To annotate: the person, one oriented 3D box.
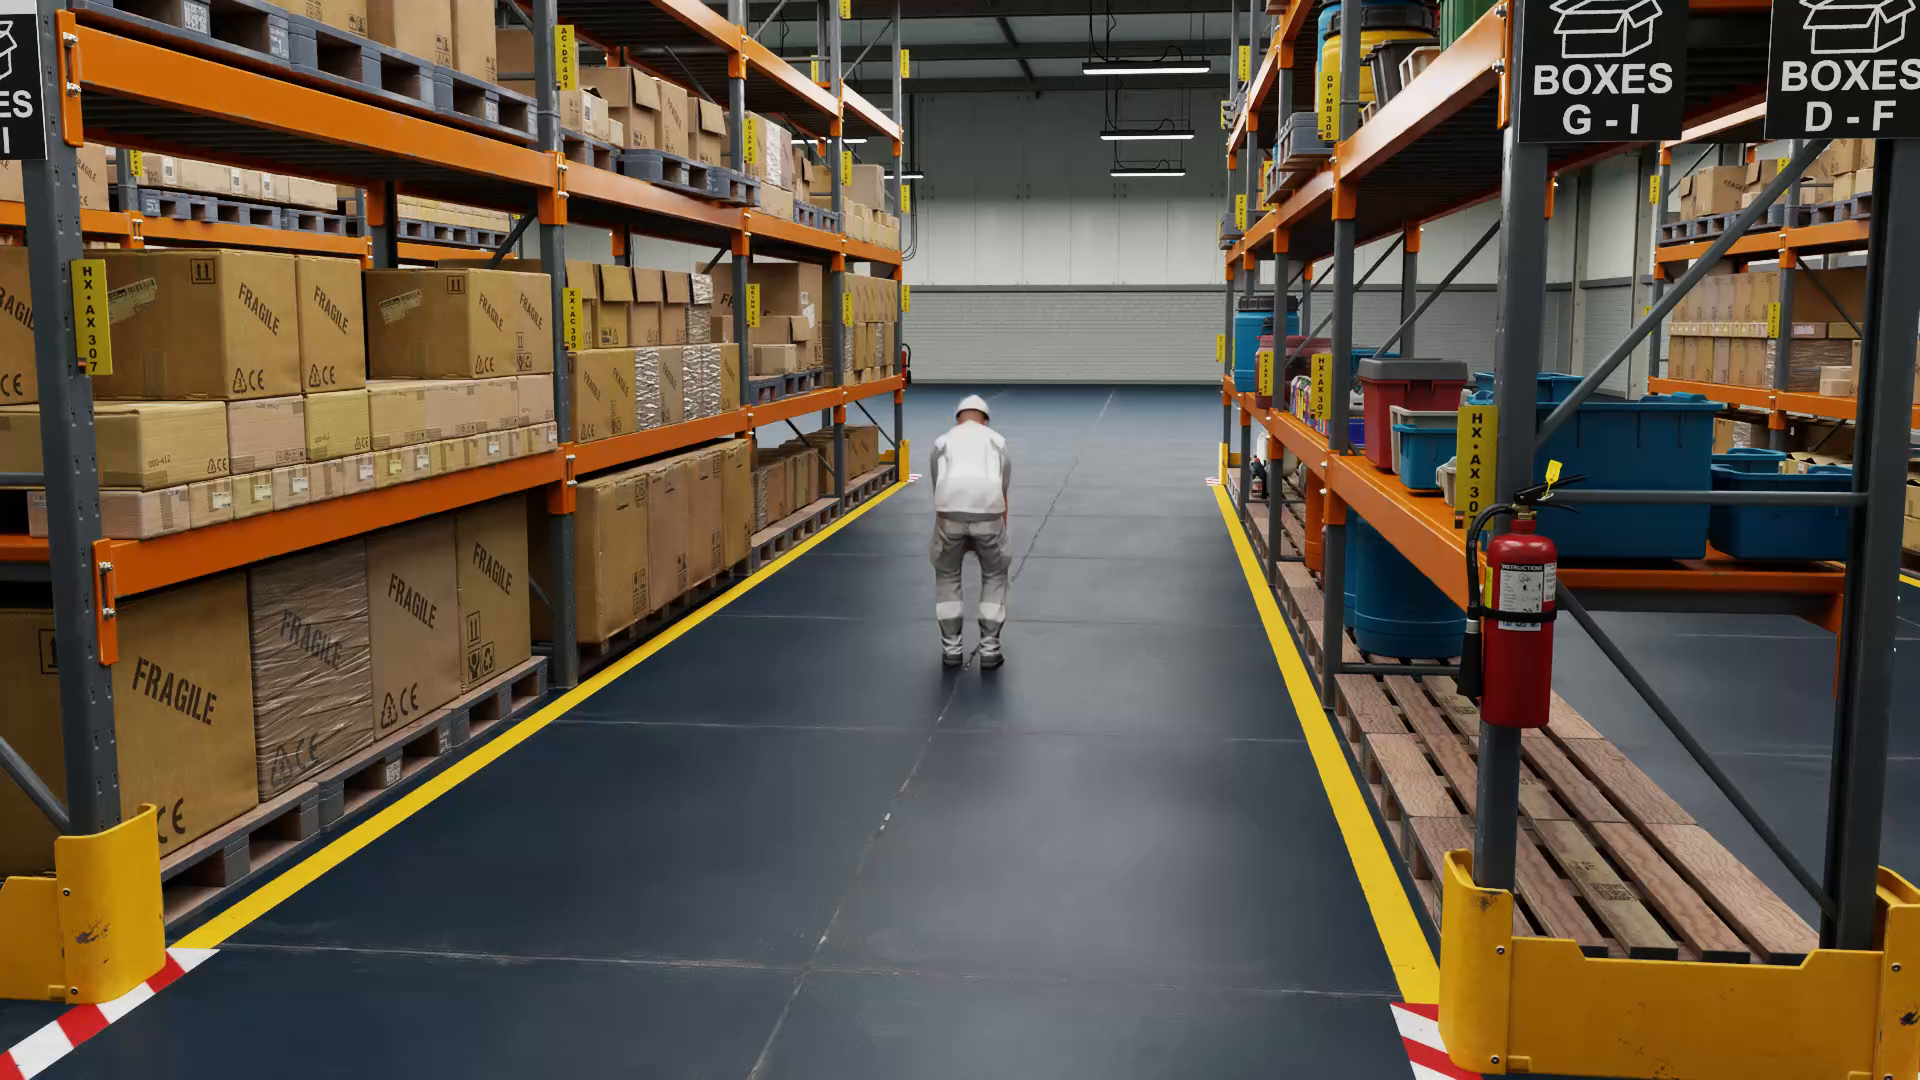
[{"bbox_3d":[0.066,-0.065,9.680,0.492,1.528,0.822,1,8,5],"label":"person"}]
